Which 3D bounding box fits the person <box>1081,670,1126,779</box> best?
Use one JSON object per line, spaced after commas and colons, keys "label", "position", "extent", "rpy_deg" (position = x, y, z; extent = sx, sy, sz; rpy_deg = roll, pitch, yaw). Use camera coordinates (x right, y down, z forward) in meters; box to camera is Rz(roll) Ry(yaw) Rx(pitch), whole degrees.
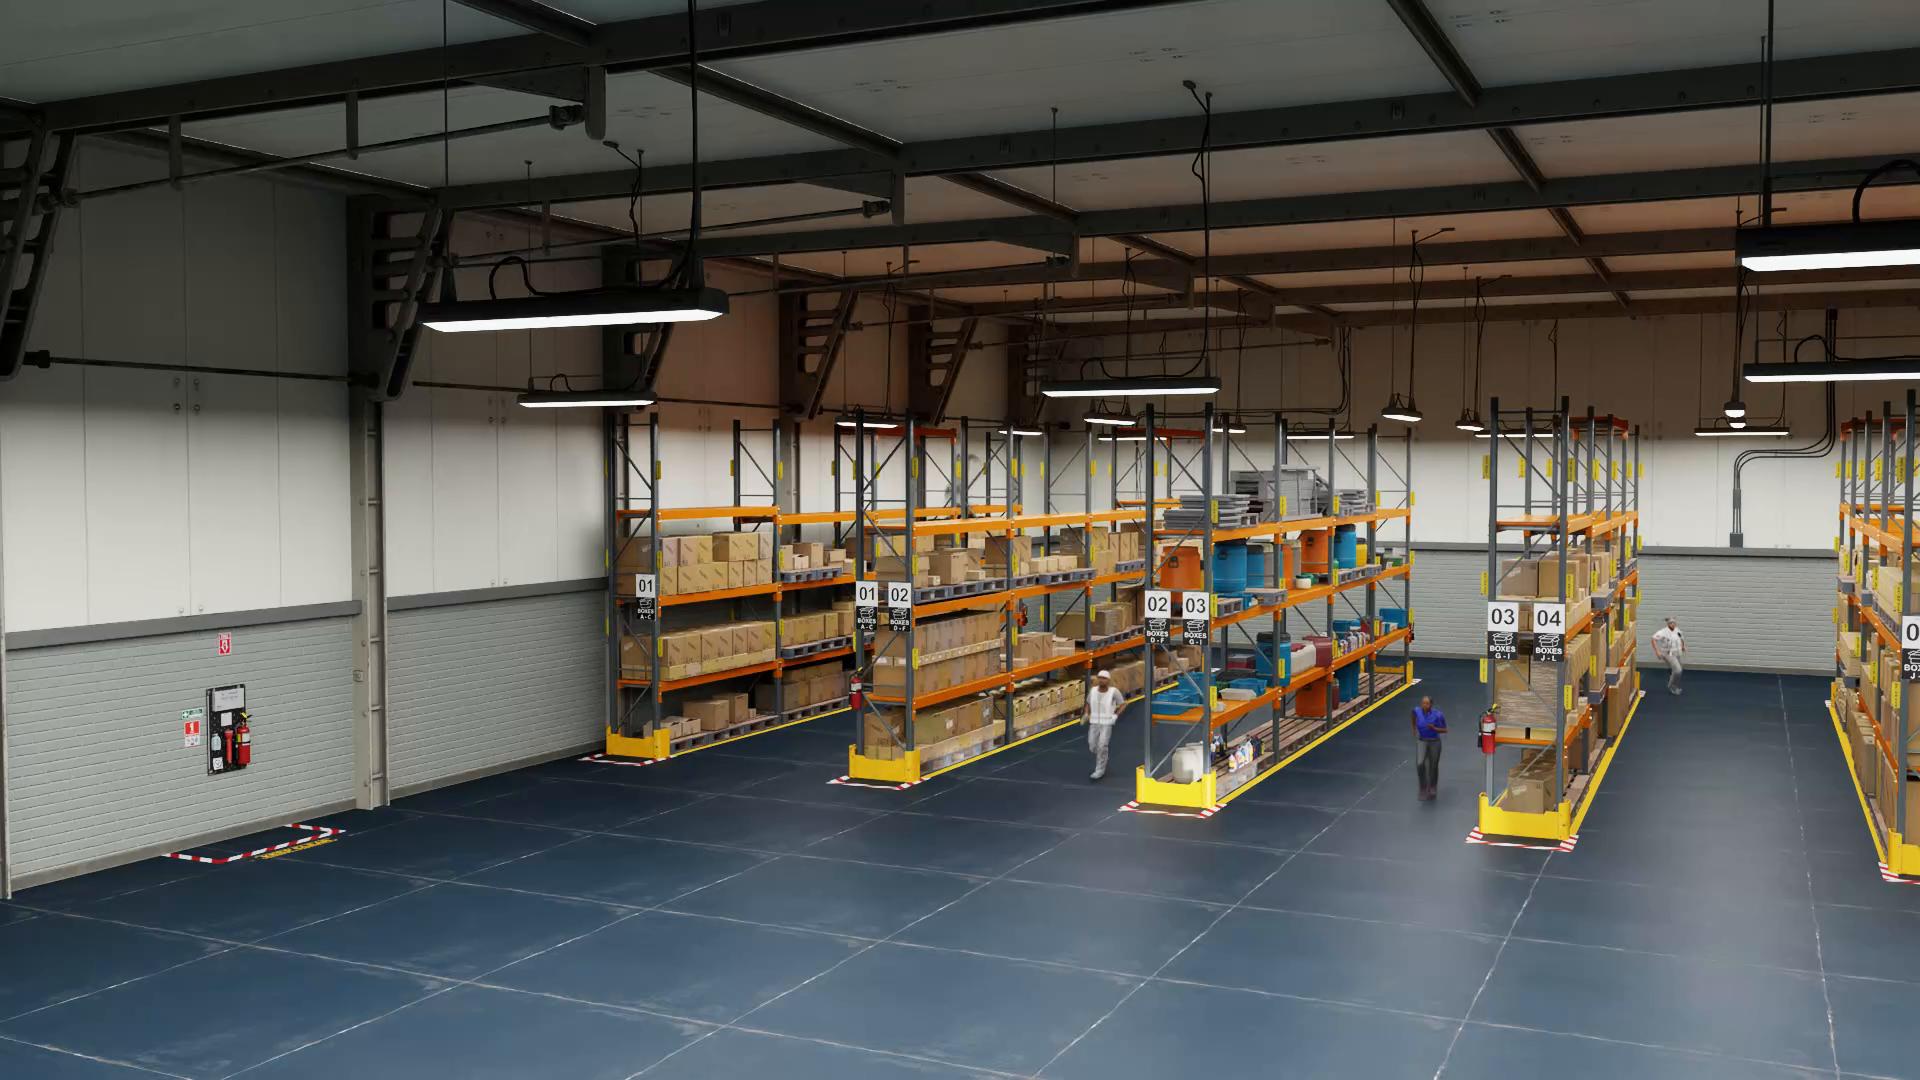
{"label": "person", "position": [2.356, 2.999, 27.186], "extent": [0.697, 1.744, 0.703], "rpy_deg": [1, 3, 28]}

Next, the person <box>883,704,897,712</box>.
{"label": "person", "position": [-1.299, 2.872, 31.800], "extent": [0.569, 1.594, 0.668], "rpy_deg": [0, 2, 11]}

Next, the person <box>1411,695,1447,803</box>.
{"label": "person", "position": [7.104, 3.136, 25.195], "extent": [0.569, 1.634, 0.904], "rpy_deg": [1, 3, 22]}

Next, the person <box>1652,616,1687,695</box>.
{"label": "person", "position": [15.861, 2.587, 37.092], "extent": [0.724, 1.788, 0.639], "rpy_deg": [-1, 3, -19]}
